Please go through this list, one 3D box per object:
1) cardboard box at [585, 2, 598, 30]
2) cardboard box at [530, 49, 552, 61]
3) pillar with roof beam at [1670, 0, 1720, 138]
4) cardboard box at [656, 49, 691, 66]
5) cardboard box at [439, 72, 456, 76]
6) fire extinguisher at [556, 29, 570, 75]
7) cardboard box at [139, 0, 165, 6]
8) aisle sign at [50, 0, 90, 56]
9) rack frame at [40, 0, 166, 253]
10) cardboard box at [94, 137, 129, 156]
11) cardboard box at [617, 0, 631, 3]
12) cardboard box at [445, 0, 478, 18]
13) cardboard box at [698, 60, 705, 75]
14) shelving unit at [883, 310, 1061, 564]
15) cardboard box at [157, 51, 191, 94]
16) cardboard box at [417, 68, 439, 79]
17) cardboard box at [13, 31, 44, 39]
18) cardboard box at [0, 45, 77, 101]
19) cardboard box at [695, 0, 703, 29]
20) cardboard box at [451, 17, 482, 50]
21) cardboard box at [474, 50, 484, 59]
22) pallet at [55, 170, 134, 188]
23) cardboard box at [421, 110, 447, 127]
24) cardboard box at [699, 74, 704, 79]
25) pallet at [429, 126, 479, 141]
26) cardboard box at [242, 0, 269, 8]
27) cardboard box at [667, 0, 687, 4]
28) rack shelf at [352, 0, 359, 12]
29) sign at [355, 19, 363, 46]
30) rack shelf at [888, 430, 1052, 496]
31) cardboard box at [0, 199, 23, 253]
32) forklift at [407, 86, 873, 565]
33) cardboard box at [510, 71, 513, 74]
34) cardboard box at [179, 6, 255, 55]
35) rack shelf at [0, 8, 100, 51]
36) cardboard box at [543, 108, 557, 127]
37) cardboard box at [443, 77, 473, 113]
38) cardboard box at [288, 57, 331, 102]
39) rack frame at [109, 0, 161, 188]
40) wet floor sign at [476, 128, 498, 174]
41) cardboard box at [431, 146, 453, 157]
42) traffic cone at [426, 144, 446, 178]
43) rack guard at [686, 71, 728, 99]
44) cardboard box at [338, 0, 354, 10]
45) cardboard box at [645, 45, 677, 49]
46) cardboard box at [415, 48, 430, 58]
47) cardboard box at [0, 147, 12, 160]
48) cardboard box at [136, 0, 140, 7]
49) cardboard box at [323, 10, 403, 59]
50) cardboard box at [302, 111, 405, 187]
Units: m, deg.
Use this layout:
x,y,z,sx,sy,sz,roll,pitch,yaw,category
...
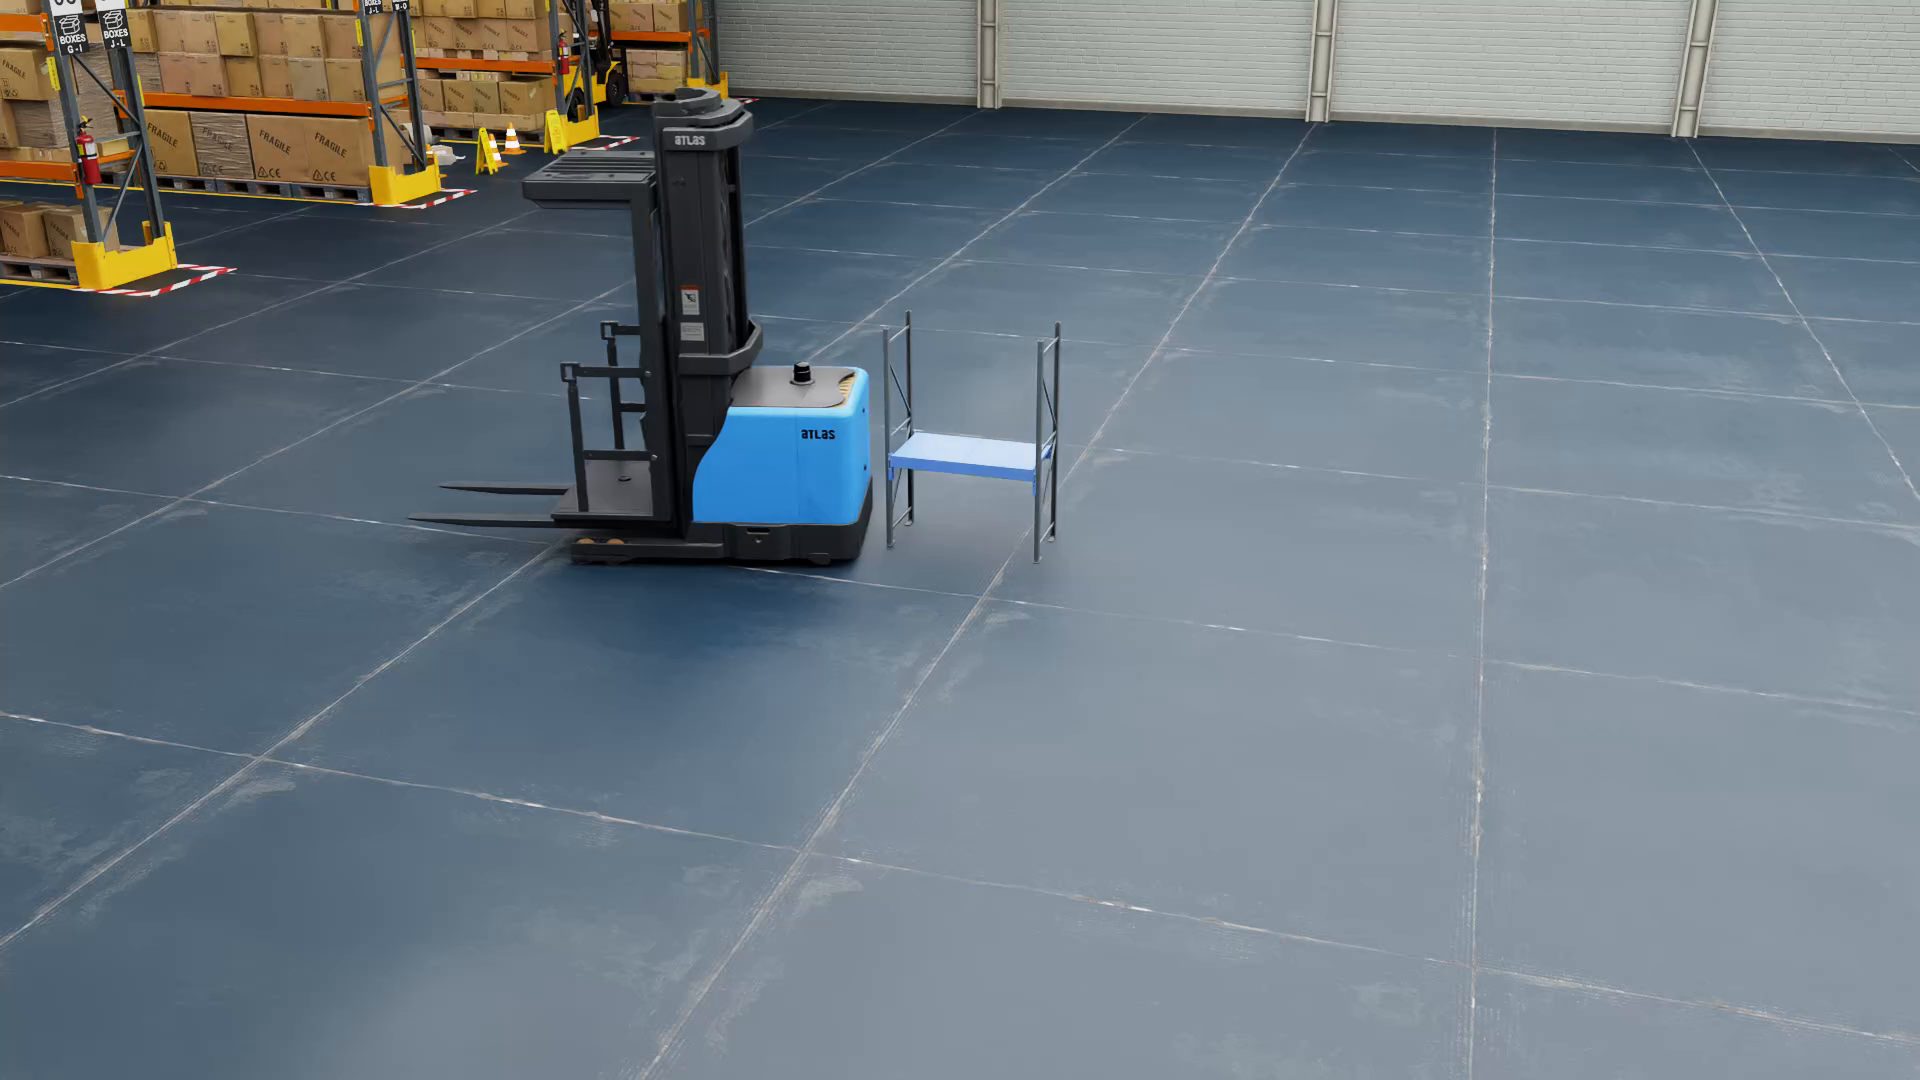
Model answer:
x,y,z,sx,sy,sz,roll,pitch,yaw,category
-6.805,-9.857,31.215,0.500,0.500,0.500,7,23,16,cardboard box
-6.638,-7.728,26.488,0.250,0.149,0.380,7,23,17,cardboard box
10.795,-9.327,22.149,0.400,9.000,9.100,7,23,16,pillar with roof beam
-5.319,-9.006,31.026,0.500,0.250,0.500,7,23,17,cardboard box
-8.428,-7.510,27.708,0.500,0.500,0.500,8,24,18,cardboard box
-6.242,-7.665,26.105,0.183,0.674,0.296,7,23,16,fire extinguisher
-13.514,-9.002,28.187,0.500,0.500,0.500,6,23,14,cardboard box
-9.109,-5.367,16.976,0.004,0.787,0.394,7,23,16,aisle sign
-9.081,-4.280,17.752,0.127,3.000,1.000,7,23,16,rack frame
-9.285,-4.282,18.087,0.250,0.149,0.380,7,23,16,cardboard box
-6.189,-10.078,30.901,0.250,0.149,0.380,6,23,14,cardboard box
-7.771,-8.581,26.395,0.500,0.500,0.700,6,23,15,cardboard box
-5.179,-8.965,31.584,0.500,0.250,0.500,7,23,16,cardboard box
0.082,-0.685,10.963,1.048,1.500,0.538,7,23,16,shelving unit
-10.491,-6.491,22.944,0.550,0.550,0.875,7,23,16,cardboard box
-8.708,-7.606,27.087,0.250,0.149,0.380,8,24,19,cardboard box
-12.835,-7.182,23.377,0.500,0.500,0.700,7,23,16,cardboard box
-9.679,-4.897,17.415,0.500,0.500,0.500,7,23,16,cardboard box
-5.182,-9.886,31.287,0.500,0.500,0.500,7,23,17,cardboard box
-7.774,-8.137,26.630,0.500,0.500,0.500,6,23,15,cardboard box
-7.612,-7.847,26.780,0.250,0.149,0.380,7,23,16,cardboard box
-12.142,-5.277,23.856,1.213,0.211,1.003,7,23,16,pallet
-8.538,-6.967,27.372,0.500,0.250,0.500,6,23,15,cardboard box
-5.202,-8.732,31.674,0.500,0.250,0.500,7,23,16,cardboard box
-8.223,-6.835,27.655,1.213,0.211,1.003,7,23,16,pallet
-11.524,-8.777,27.638,0.500,0.500,0.500,7,23,17,cardboard box
-5.201,-9.967,30.629,0.250,0.149,0.380,7,23,16,cardboard box
-9.466,-7.345,22.220,4.000,0.370,1.077,7,23,16,rack shelf
-7.722,-6.521,21.376,0.005,0.325,0.100,7,23,16,sign
0.082,-0.518,11.031,1.000,0.185,0.538,7,23,16,rack shelf
-10.850,-3.521,18.642,0.500,0.500,0.500,9,24,20,cardboard box
-2.145,-1.391,10.799,3.031,2.935,1.130,1,22,3,forklift
-9.121,-9.272,32.497,0.625,0.625,0.875,8,24,18,cardboard box
-10.001,-6.898,22.514,0.550,0.550,0.875,7,23,16,cardboard box
-10.996,-5.554,17.853,4.000,0.370,1.077,7,23,16,rack shelf
-6.911,-6.992,27.432,0.500,0.250,0.500,6,23,15,cardboard box
-8.043,-7.257,27.090,0.500,0.500,0.500,6,23,14,cardboard box
-8.453,-6.217,22.276,0.550,0.550,0.875,7,23,16,cardboard box
-11.381,-6.510,23.187,0.127,3.000,1.000,7,23,16,rack frame
-6.952,-5.698,24.311,0.232,0.644,0.267,3,22,6,wet floor sign
-8.056,-5.971,25.631,0.380,0.149,0.250,-20,29,-39,cardboard box
-7.650,-5.472,23.999,0.334,0.463,0.336,7,23,16,traffic cone
-4.765,-8.525,31.395,0.348,0.500,1.175,7,23,16,rack guard
-9.690,-8.839,27.024,0.500,0.500,0.700,6,23,15,cardboard box
-5.673,-9.244,31.606,0.500,0.250,0.500,7,23,16,cardboard box
-8.617,-7.908,26.928,0.250,0.149,0.380,7,23,16,cardboard box
-10.142,-4.189,17.862,0.250,0.149,0.380,7,23,16,cardboard box
-14.279,-9.409,28.807,0.500,0.500,0.500,6,23,14,cardboard box
-7.896,-6.695,22.018,0.550,0.550,0.875,7,23,16,cardboard box
-8.220,-5.333,22.564,0.875,0.875,0.875,7,23,16,cardboard box
